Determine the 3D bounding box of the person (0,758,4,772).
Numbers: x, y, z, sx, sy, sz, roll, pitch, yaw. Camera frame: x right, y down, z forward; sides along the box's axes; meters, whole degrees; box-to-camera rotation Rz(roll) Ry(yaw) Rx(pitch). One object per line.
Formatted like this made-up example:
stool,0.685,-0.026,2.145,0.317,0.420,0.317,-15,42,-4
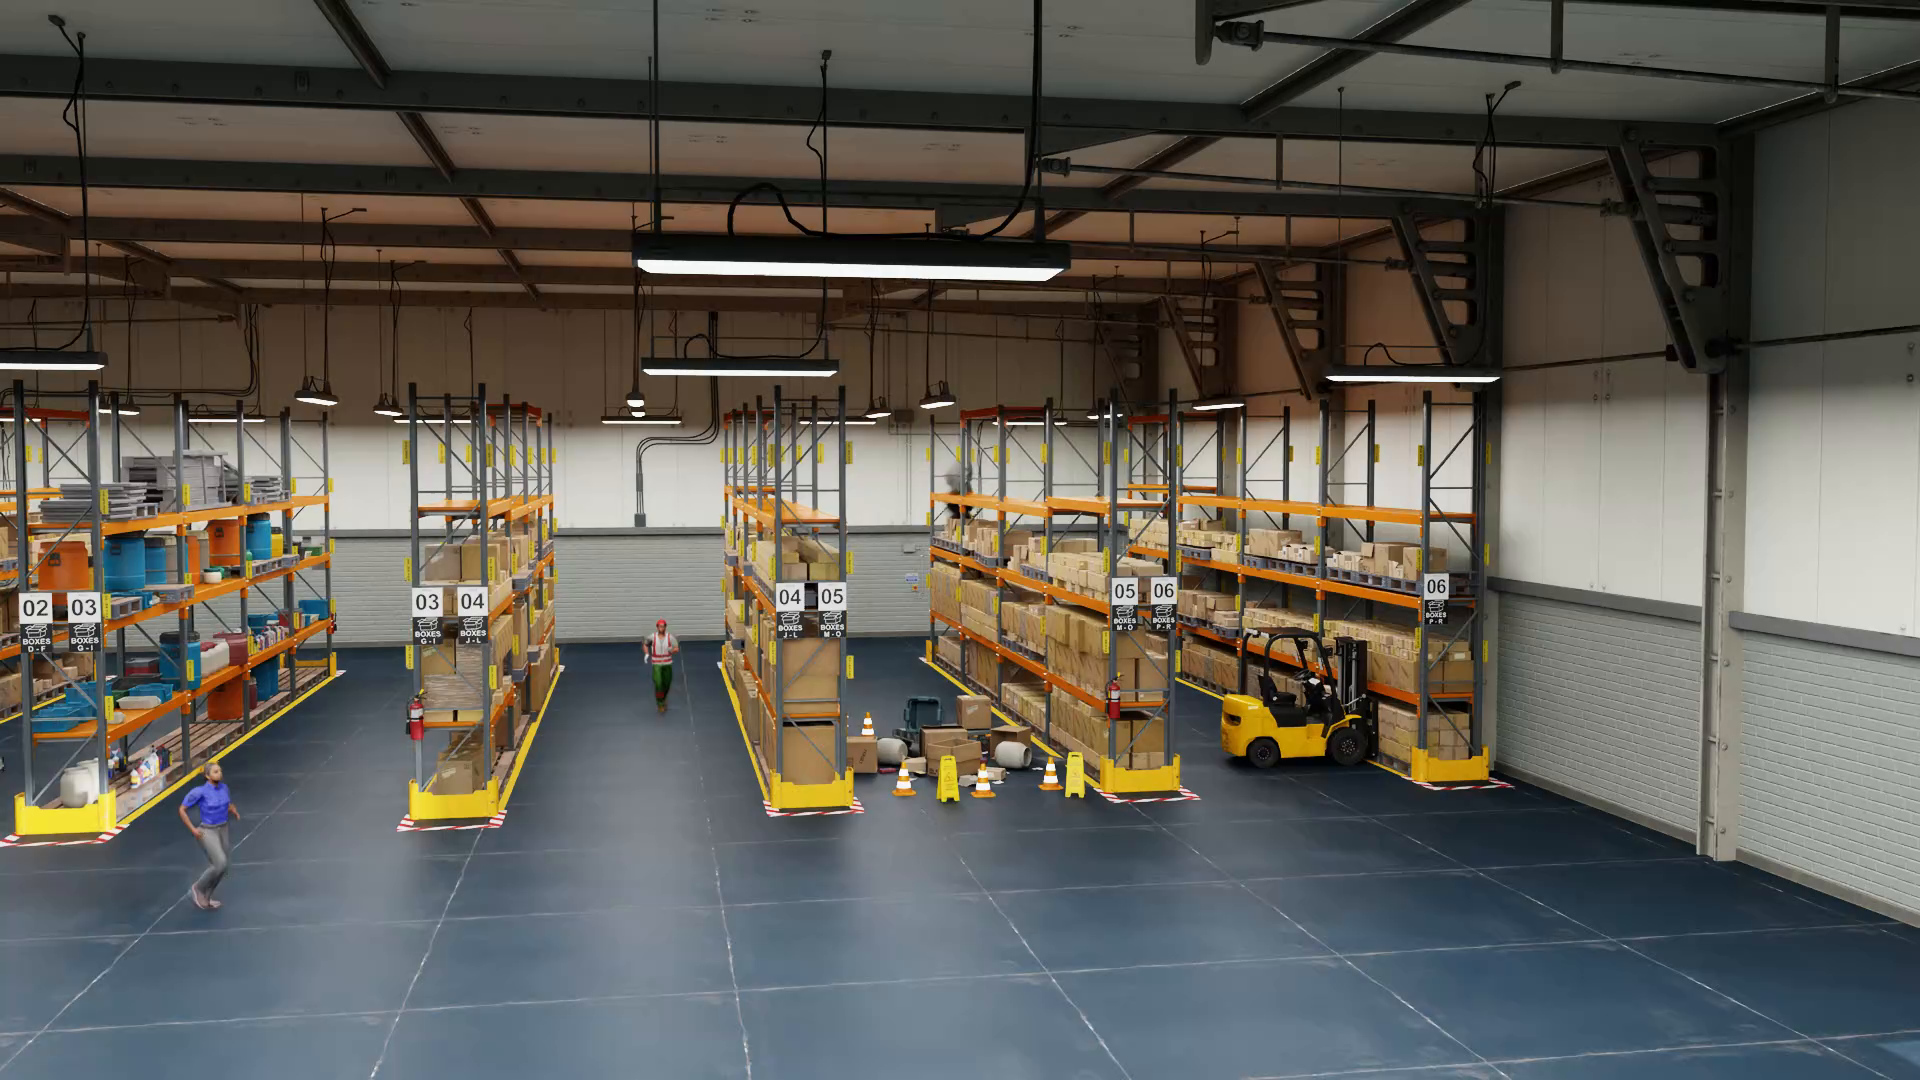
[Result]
person,-12.368,3.135,21.003,0.819,1.582,0.560,2,4,36

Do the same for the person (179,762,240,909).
person,-8.186,3.256,18.280,0.546,1.611,0.628,1,3,20

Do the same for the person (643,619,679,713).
person,-5.818,2.432,32.465,0.662,1.773,1.002,-1,3,-18
